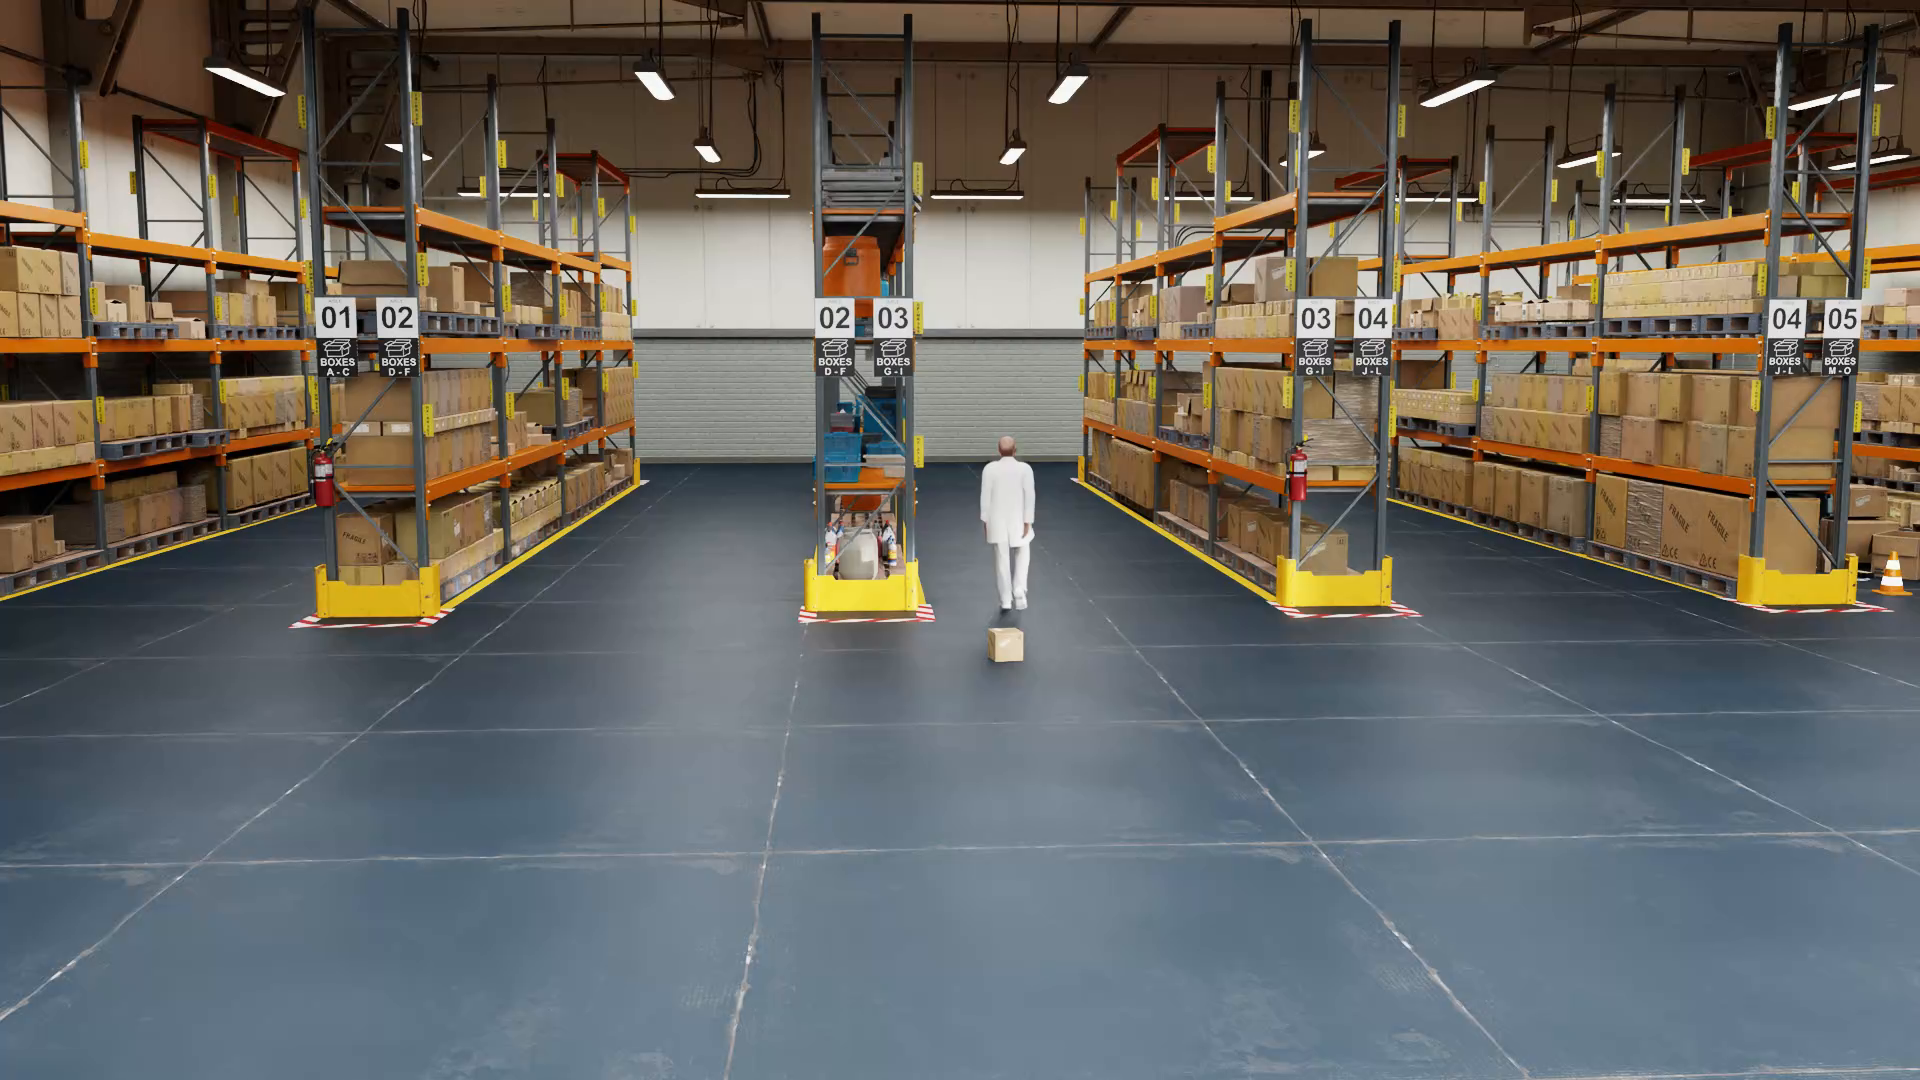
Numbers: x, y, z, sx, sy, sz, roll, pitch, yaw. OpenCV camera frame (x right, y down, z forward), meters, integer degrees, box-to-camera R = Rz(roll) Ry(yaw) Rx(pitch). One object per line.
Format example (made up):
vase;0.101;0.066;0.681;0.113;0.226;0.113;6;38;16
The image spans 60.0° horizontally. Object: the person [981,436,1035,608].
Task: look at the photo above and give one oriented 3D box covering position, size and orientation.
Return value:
person;0.495;-0.163;17.181;0.565;1.827;0.529;0;7;3
